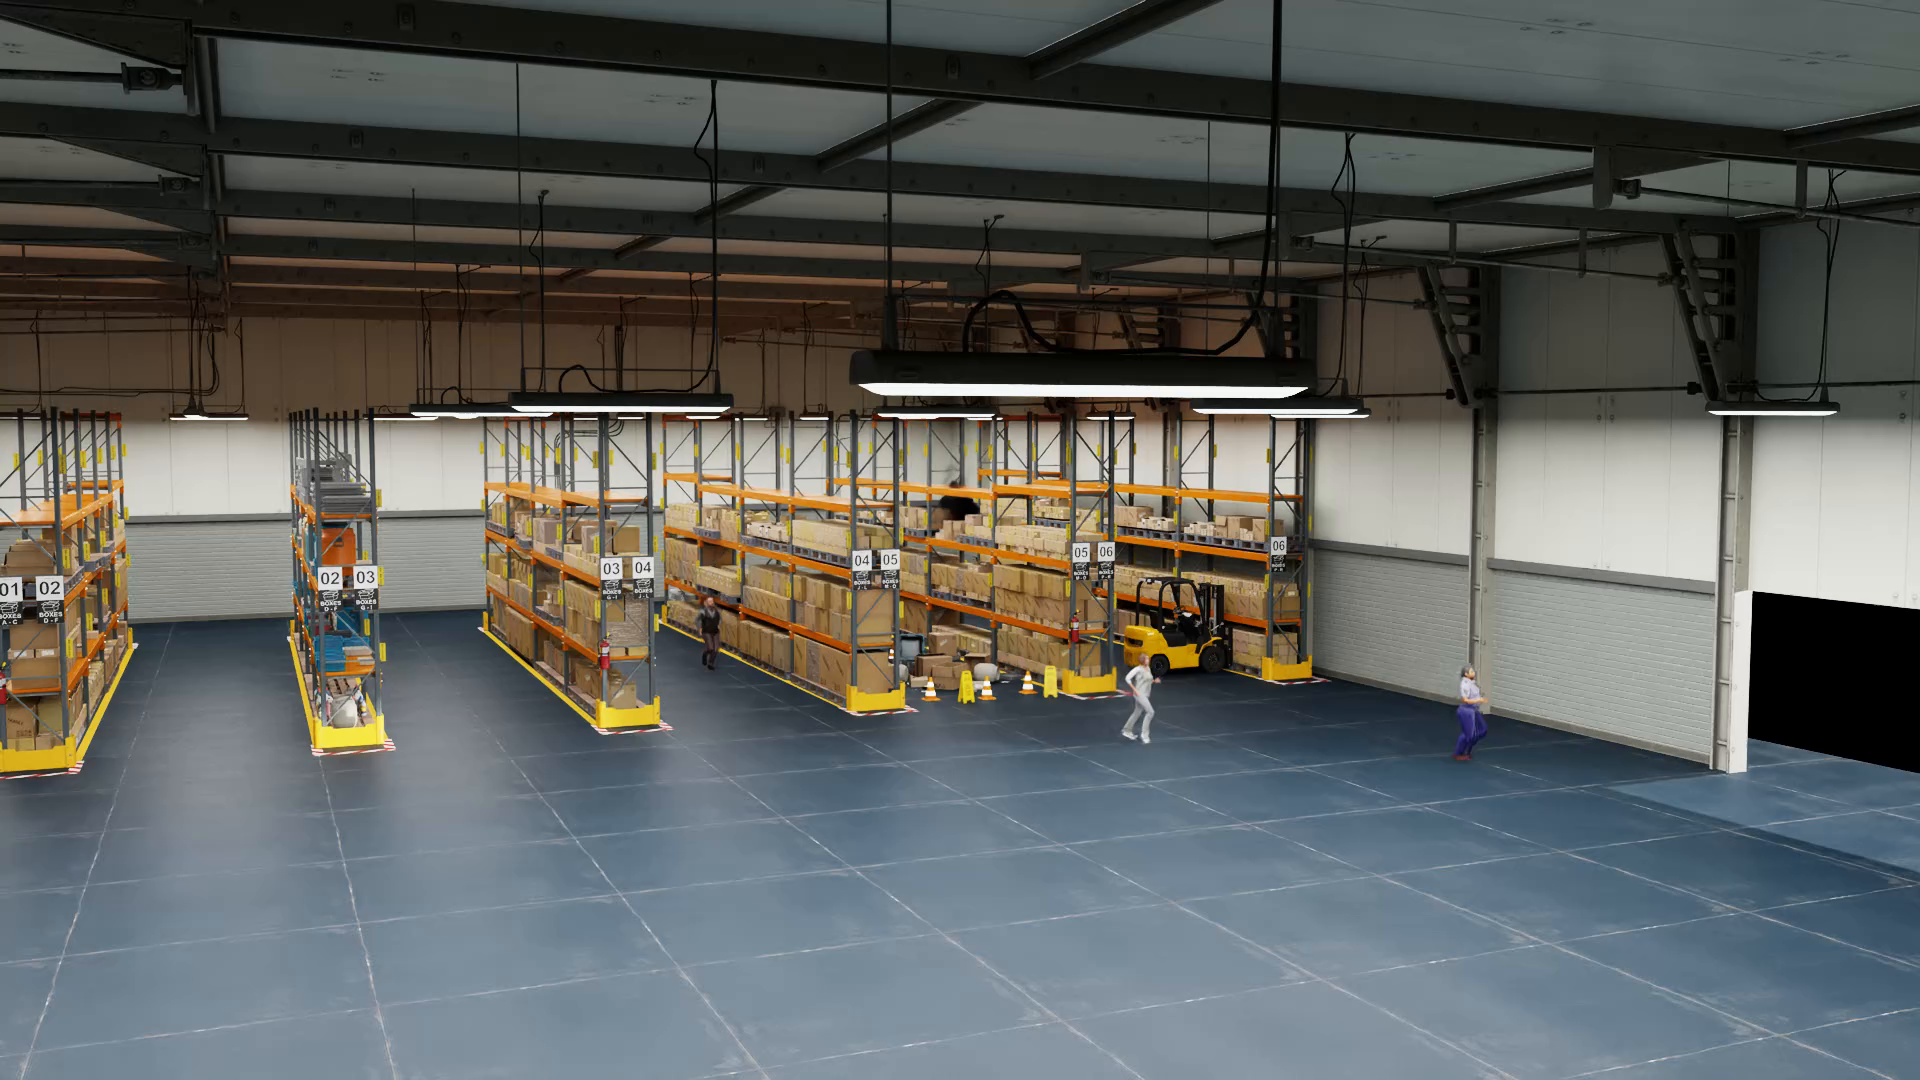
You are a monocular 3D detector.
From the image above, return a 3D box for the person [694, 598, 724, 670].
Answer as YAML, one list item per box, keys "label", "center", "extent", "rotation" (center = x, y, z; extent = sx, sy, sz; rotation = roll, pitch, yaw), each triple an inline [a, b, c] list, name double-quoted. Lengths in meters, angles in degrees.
- label: "person"
  center: [-5.777, 2.181, 38.601]
  extent: [0.652, 1.678, 0.569]
  rotation: [-2, 5, -30]

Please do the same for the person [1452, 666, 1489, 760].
- label: "person"
  center: [8.663, 2.942, 28.150]
  extent: [0.603, 1.636, 0.588]
  rotation: [2, 5, 31]

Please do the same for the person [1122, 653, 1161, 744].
- label: "person"
  center: [3.264, 2.844, 29.876]
  extent: [0.707, 1.646, 0.507]
  rotation: [2, 4, 25]

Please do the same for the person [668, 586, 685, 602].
- label: "person"
  center: [-8.304, 1.466, 49.117]
  extent: [0.802, 1.724, 0.720]
  rotation: [-2, 4, -21]
